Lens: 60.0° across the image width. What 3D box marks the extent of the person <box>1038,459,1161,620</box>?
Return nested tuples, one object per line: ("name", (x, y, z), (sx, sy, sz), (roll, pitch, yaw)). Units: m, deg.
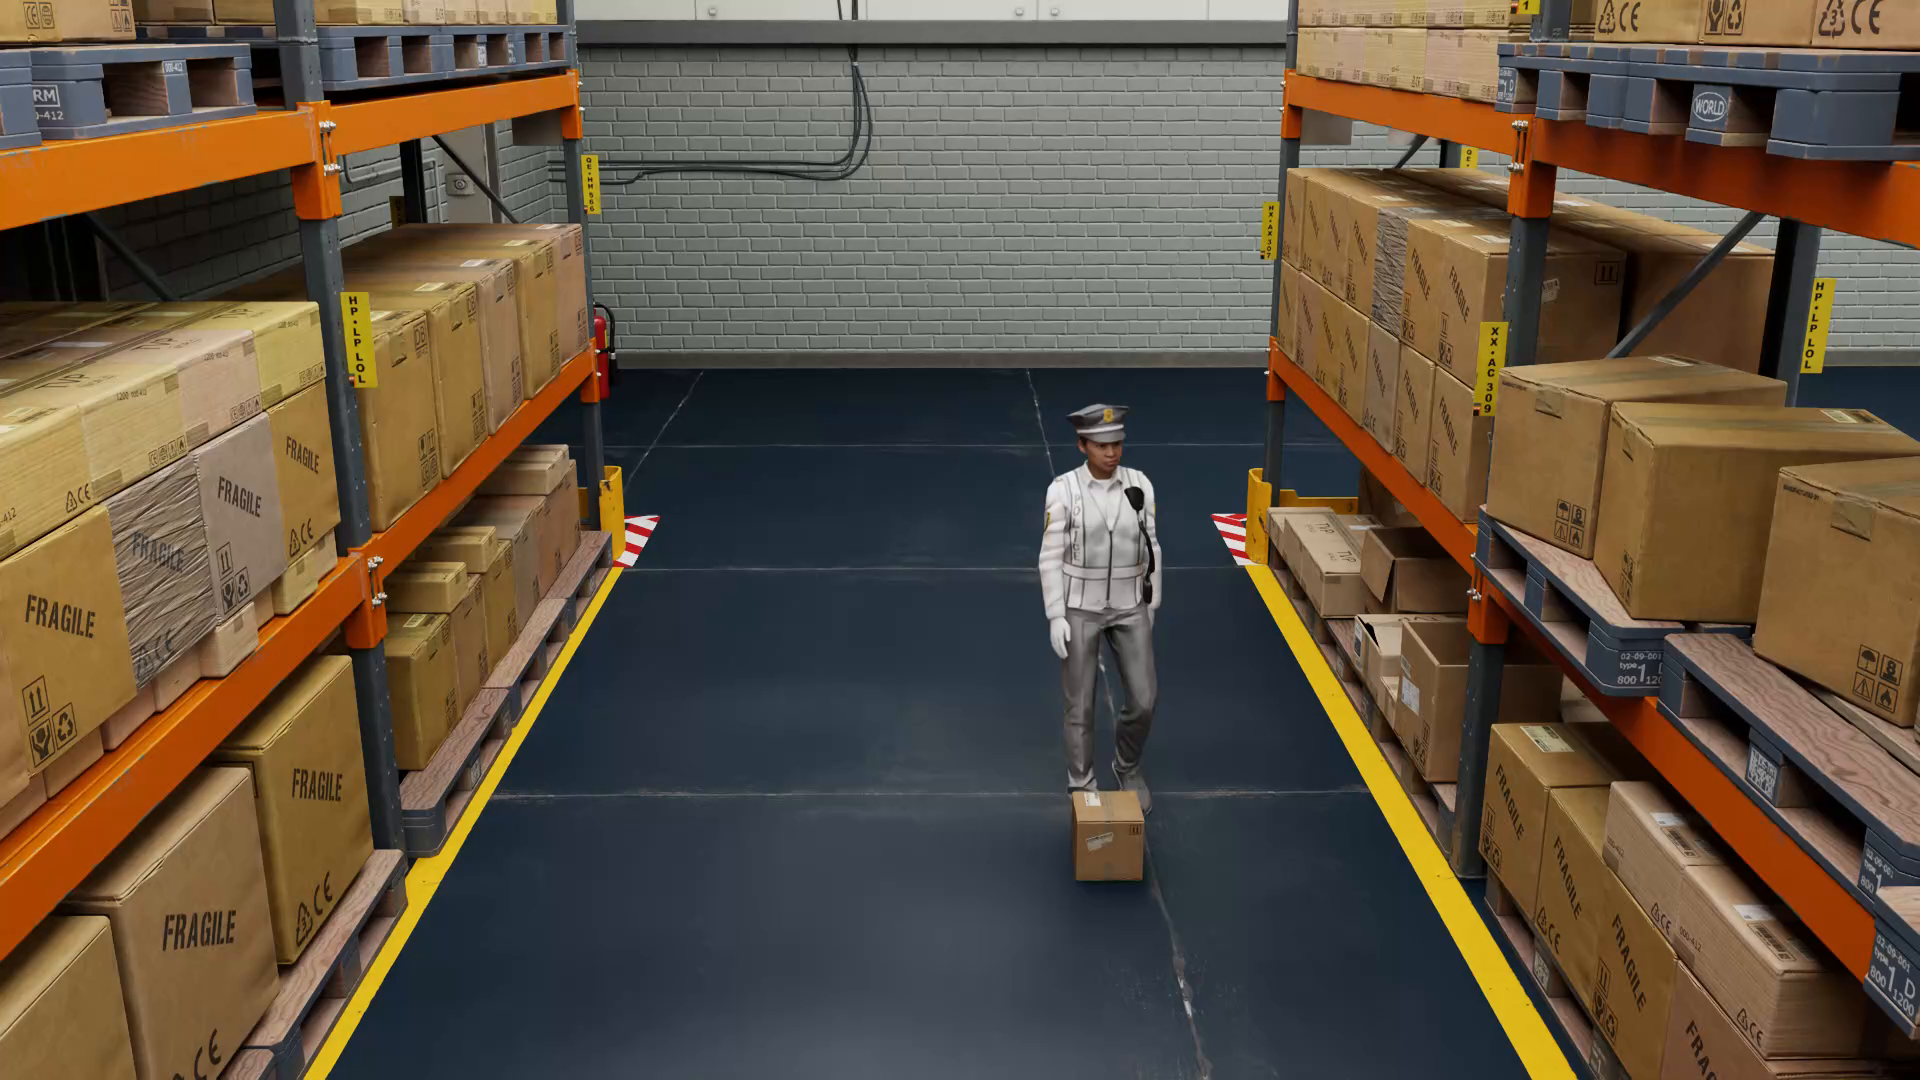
("person", (0.554, -0.002, 6.455), (0.506, 0.604, 0.324), (-2, 17, -7))
